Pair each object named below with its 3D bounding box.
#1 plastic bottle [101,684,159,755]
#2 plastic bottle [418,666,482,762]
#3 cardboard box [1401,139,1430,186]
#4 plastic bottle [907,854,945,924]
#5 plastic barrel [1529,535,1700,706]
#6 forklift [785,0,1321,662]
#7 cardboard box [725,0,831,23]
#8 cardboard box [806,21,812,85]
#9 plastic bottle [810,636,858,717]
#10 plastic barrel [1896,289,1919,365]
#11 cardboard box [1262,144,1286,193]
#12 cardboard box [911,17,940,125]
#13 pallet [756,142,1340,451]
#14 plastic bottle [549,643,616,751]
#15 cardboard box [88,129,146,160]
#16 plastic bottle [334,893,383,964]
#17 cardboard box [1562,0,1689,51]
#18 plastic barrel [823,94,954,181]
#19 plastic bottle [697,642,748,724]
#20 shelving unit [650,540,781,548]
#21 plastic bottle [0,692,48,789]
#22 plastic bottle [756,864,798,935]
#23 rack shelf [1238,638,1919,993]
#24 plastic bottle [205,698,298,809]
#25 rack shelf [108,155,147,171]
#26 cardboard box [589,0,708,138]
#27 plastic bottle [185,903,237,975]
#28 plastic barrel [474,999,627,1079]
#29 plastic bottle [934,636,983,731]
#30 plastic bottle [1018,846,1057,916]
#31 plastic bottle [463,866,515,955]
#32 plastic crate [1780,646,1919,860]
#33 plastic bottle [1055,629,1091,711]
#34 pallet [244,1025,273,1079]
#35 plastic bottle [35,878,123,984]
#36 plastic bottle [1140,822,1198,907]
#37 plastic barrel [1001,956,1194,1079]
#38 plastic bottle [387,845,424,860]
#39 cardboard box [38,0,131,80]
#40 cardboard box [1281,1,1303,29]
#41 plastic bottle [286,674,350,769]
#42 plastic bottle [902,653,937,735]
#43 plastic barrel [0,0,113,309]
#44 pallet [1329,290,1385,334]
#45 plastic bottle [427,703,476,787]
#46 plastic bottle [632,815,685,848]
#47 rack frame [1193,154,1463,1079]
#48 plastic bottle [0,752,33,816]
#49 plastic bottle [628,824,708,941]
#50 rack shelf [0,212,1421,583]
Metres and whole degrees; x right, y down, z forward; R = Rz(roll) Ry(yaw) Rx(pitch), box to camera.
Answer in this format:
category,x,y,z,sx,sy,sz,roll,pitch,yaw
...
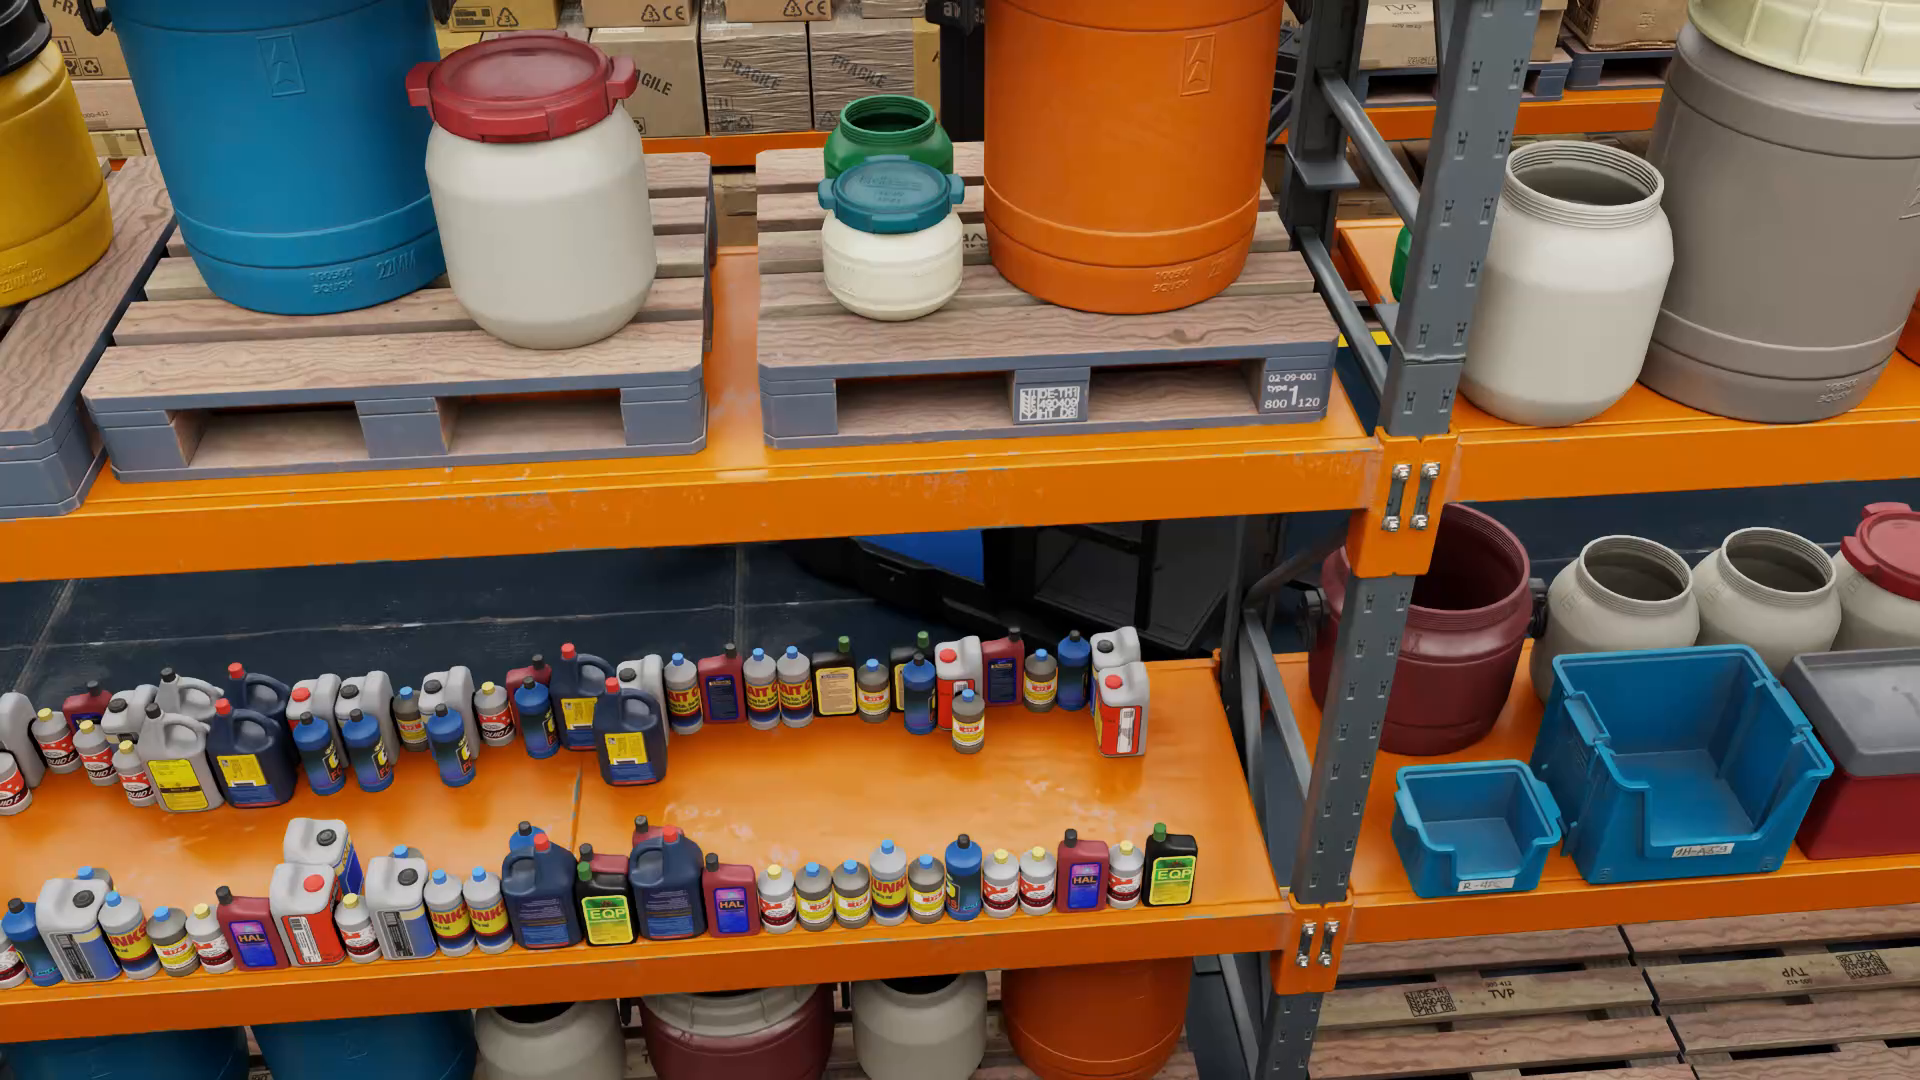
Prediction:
category,x,y,z,sx,sy,sz,roll,pitch,yaw
plastic bottle,-2.342,0.541,4.743,0.135,0.276,0.152,-3,38,-4
plastic bottle,-1.474,0.493,4.803,0.135,0.276,0.152,-3,38,-4
cardboard box,2.813,-1.887,9.383,0.500,0.500,0.700,-6,39,-8
plastic bottle,-0.088,0.901,4.347,0.097,0.201,0.097,0,38,0
plastic barrel,1.920,0.282,4.881,0.421,0.512,0.421,0,38,0
forklift,0.743,-0.863,6.478,3.031,2.935,1.130,19,42,23
cardboard box,-0.903,-2.911,8.127,0.637,0.503,0.797,-2,38,-3
cardboard box,-0.546,-2.693,8.660,0.500,0.500,0.500,-4,38,-5
plastic bottle,-0.373,0.401,4.914,0.133,0.283,0.061,-3,38,-4
plastic barrel,2.403,-0.779,3.548,0.708,0.830,0.600,-3,38,-4
cardboard box,1.668,-2.118,9.071,0.500,0.250,0.500,1,38,1
cardboard box,0.006,-2.401,8.291,0.500,0.500,0.500,-2,38,-3
pallet,0.144,-0.608,3.830,1.213,0.211,1.003,-3,38,-4
plastic bottle,-1.086,0.440,4.810,0.185,0.351,0.144,-3,38,-4
cardboard box,-4.040,-1.991,8.054,0.250,0.149,0.380,-2,38,-3
plastic bottle,-1.535,0.981,4.246,0.097,0.201,0.097,0,38,0
cardboard box,3.656,-3.204,8.566,1.000,1.000,1.000,-3,38,-4
plastic barrel,-0.161,-0.851,3.772,0.294,0.245,0.294,0,38,0
plastic bottle,-0.700,0.419,4.891,0.133,0.283,0.061,-3,38,-4
shelving unit,-1.343,-0.110,7.394,1.200,0.189,0.258,-2,33,-37
plastic bottle,-2.706,0.561,4.717,0.135,0.276,0.152,-3,38,-4
plastic bottle,-0.476,0.923,4.319,0.097,0.201,0.097,0,38,0
rack shelf,2.907,0.687,5.039,4.000,0.370,1.077,-3,38,-4
plastic bottle,-1.986,0.579,4.634,0.185,0.351,0.144,-3,38,-4
rack shelf,-5.500,-1.930,8.356,4.000,0.370,1.077,-3,38,-4
cardboard box,-1.515,-2.320,8.187,0.500,0.500,0.500,-2,38,-3
plastic bottle,-1.898,1.001,4.220,0.097,0.201,0.097,0,38,0
plastic barrel,-1.251,1.511,5.082,0.421,0.512,0.421,0,38,0
plastic bottle,-0.006,0.412,4.906,0.135,0.276,0.152,-3,38,-4
plastic bottle,0.203,0.885,4.367,0.097,0.201,0.097,0,38,0
plastic bottle,-1.207,0.935,4.247,0.097,0.271,0.097,0,38,0
plastic crate,2.551,0.589,4.530,0.583,0.464,0.402,-3,38,-4
plastic bottle,0.337,0.378,4.953,0.097,0.271,0.097,0,38,0
pallet,-2.297,1.812,5.284,1.213,0.211,1.003,-3,38,-4
plastic bottle,-2.210,0.972,4.197,0.135,0.276,0.152,-3,38,-4
plastic bottle,0.550,0.845,4.351,0.133,0.283,0.061,-3,38,-4
plastic barrel,0.429,1.239,5.172,0.708,0.830,0.600,-3,38,-4
plastic bottle,-1.451,0.882,4.371,0.097,0.201,0.097,0,38,0
cardboard box,-3.943,-2.484,7.753,0.500,0.500,0.500,-2,38,-3
cardboard box,1.557,-2.893,8.575,0.500,0.500,0.700,2,38,3
plastic bottle,-1.839,0.513,4.778,0.135,0.276,0.152,-3,38,-4
plastic bottle,-0.118,0.441,4.873,0.097,0.271,0.097,0,38,0
plastic barrel,-2.178,-0.858,3.503,0.600,0.588,0.600,0,38,0
pallet,2.467,-1.554,9.549,1.213,0.211,1.003,-3,38,-4
plastic bottle,-1.445,0.571,4.708,0.097,0.271,0.097,0,38,0
plastic bottle,-0.786,0.829,4.372,0.133,0.283,0.061,-3,38,-4
rack frame,0.915,0.514,4.677,0.127,3.000,1.000,-3,38,-4
plastic bottle,-2.676,0.666,4.644,0.097,0.201,0.097,0,38,0
plastic bottle,-0.751,0.865,4.272,0.185,0.351,0.144,-3,38,-4
rack shelf,-1.077,-0.271,3.831,4.000,0.370,1.077,-3,38,-4
